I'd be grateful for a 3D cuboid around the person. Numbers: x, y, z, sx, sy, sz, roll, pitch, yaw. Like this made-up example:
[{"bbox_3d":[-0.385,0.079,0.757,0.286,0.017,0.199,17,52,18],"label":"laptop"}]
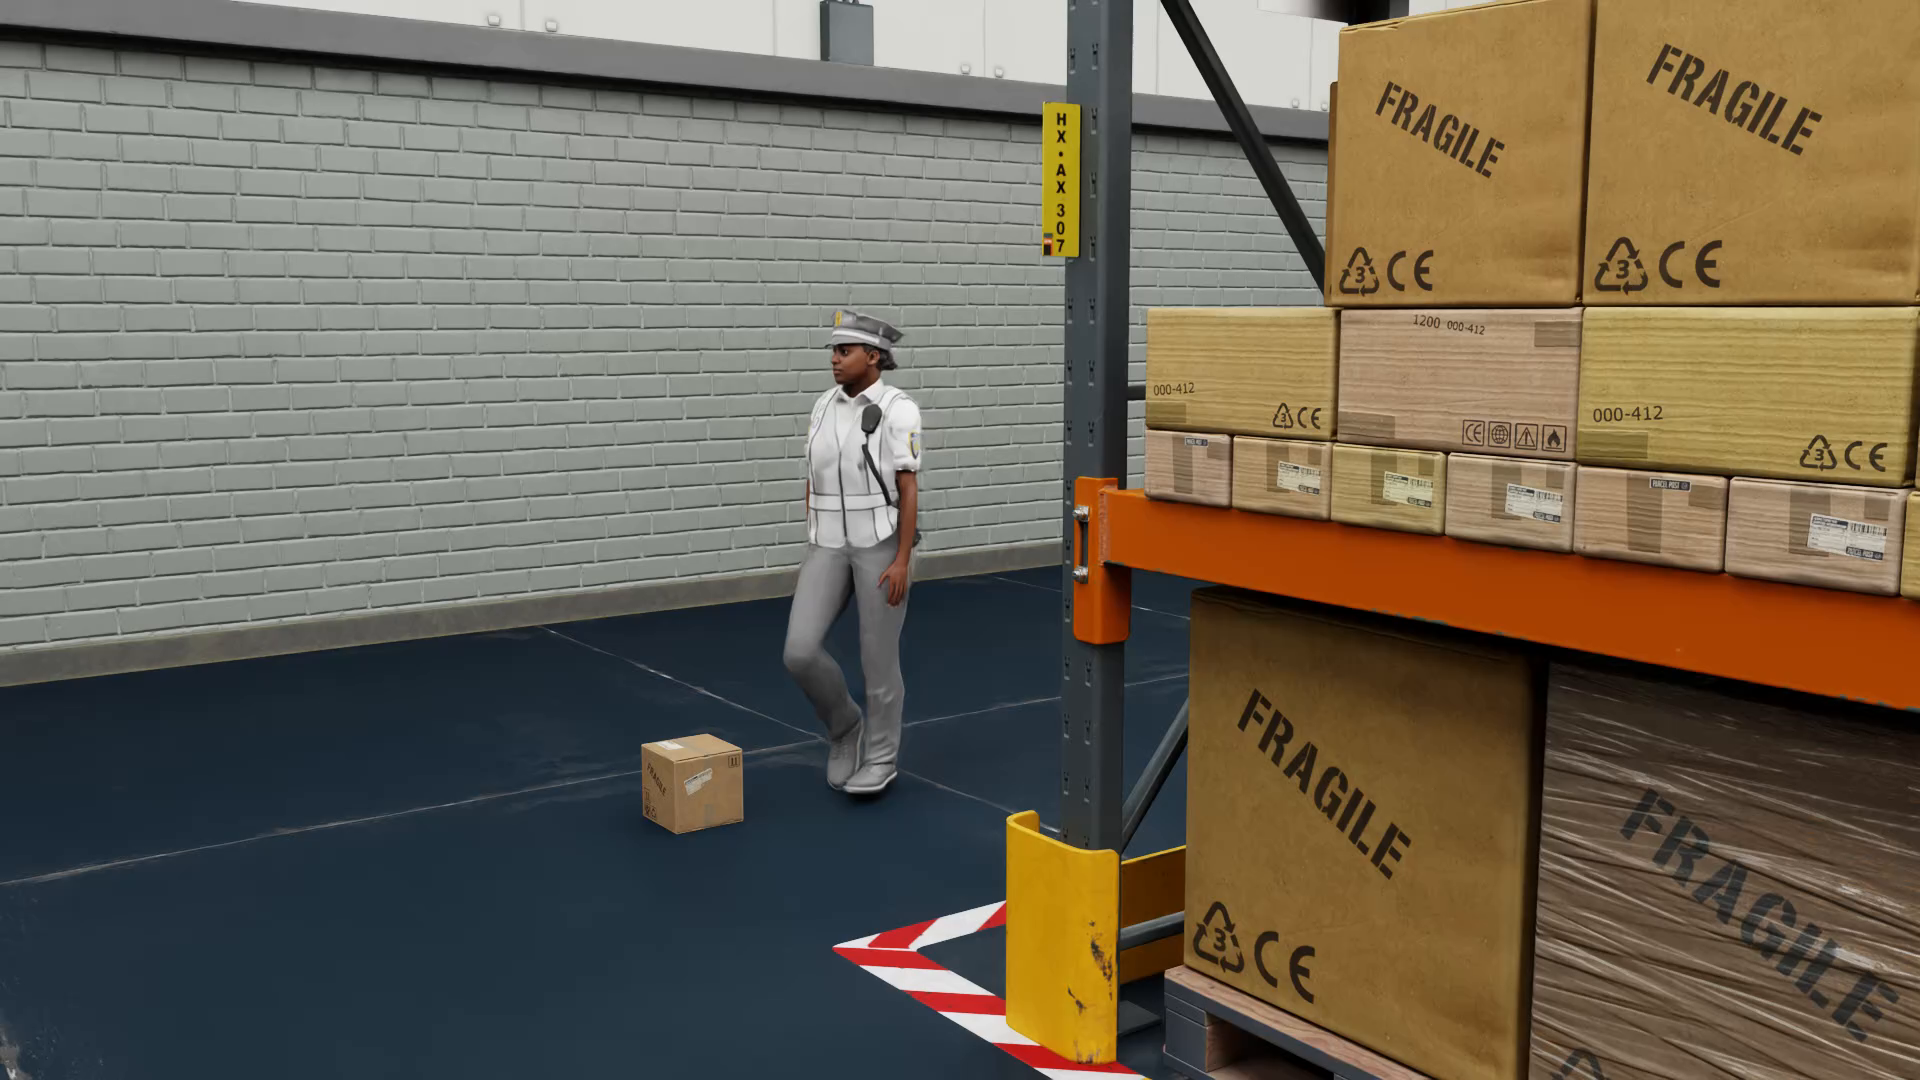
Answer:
[{"bbox_3d":[-0.362,0.056,5.760,0.466,1.703,0.435,3,8,20],"label":"person"}]
